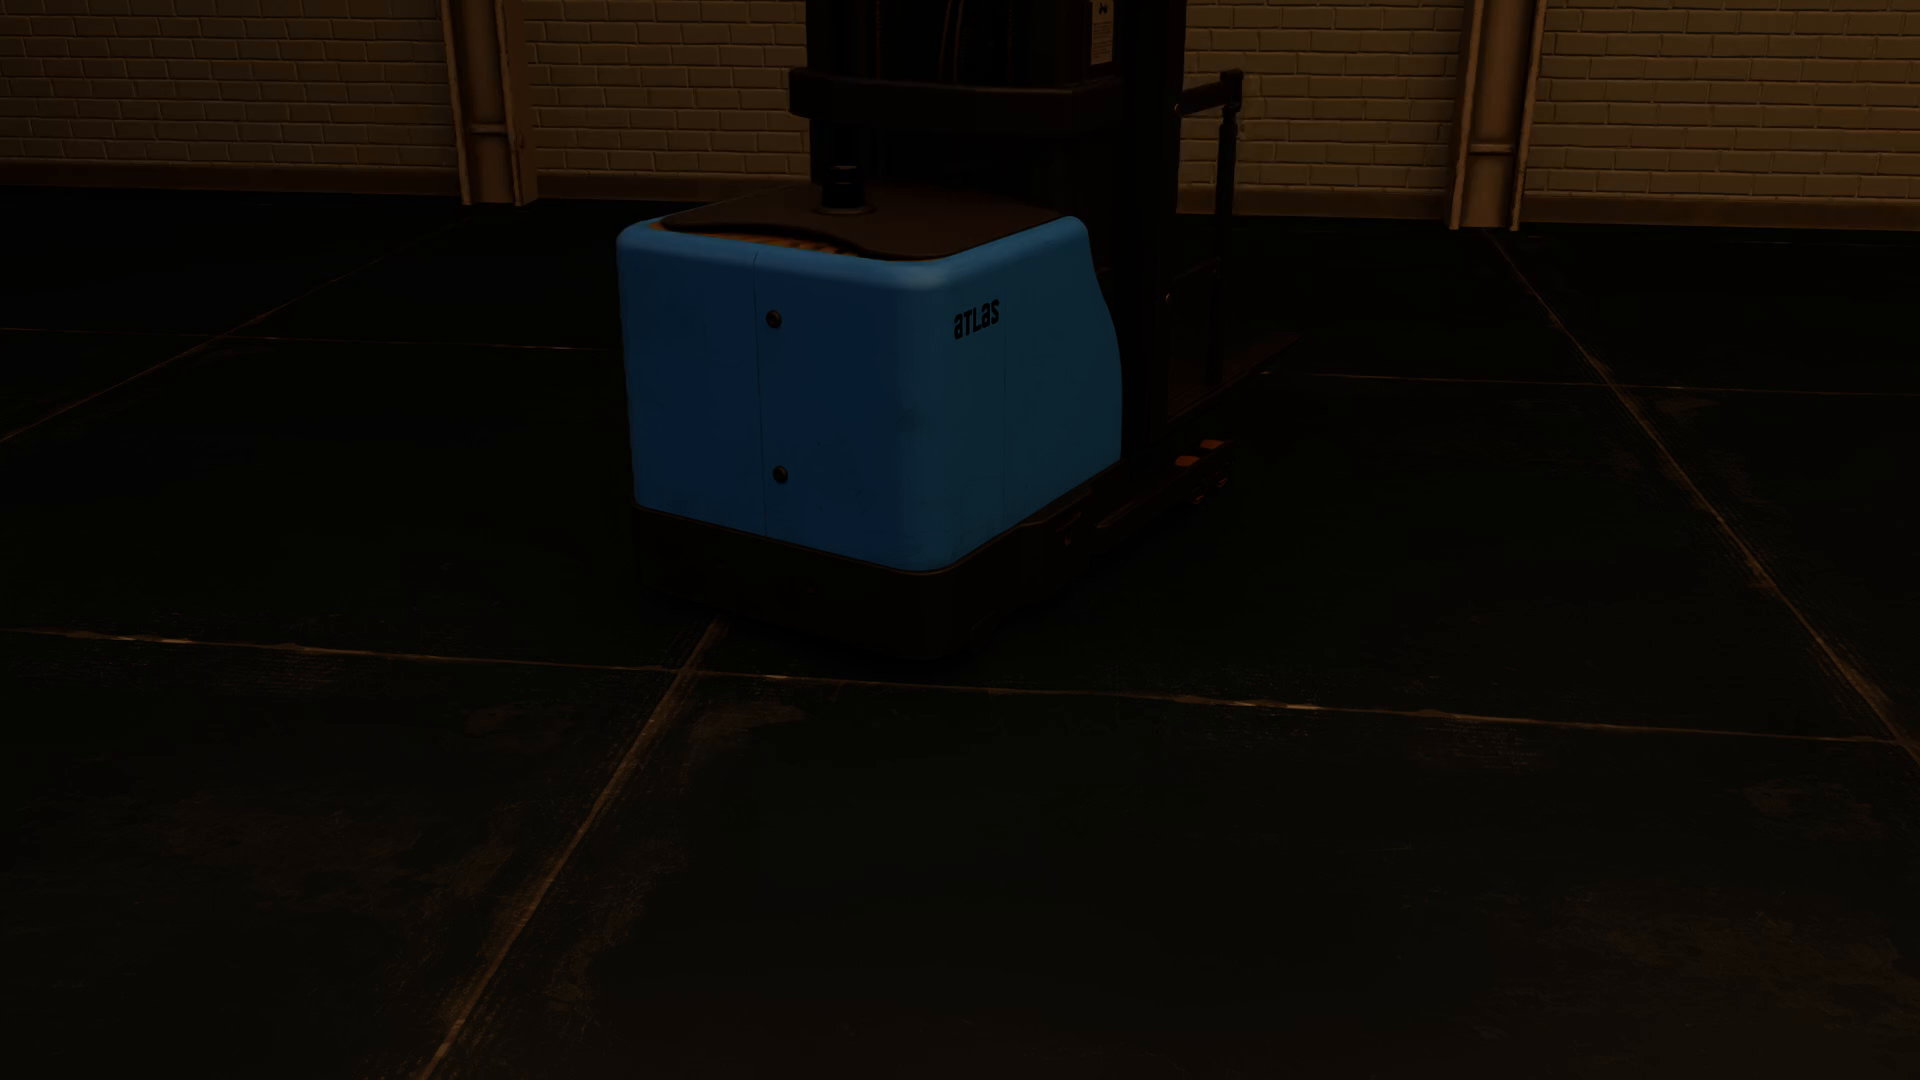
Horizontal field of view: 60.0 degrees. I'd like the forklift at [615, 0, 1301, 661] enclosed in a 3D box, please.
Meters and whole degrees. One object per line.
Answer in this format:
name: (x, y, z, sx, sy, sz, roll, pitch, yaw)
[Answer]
forklift: (0.279, -1.555, 5.115, 1.130, 2.935, 3.031, 13, 25, 29)
